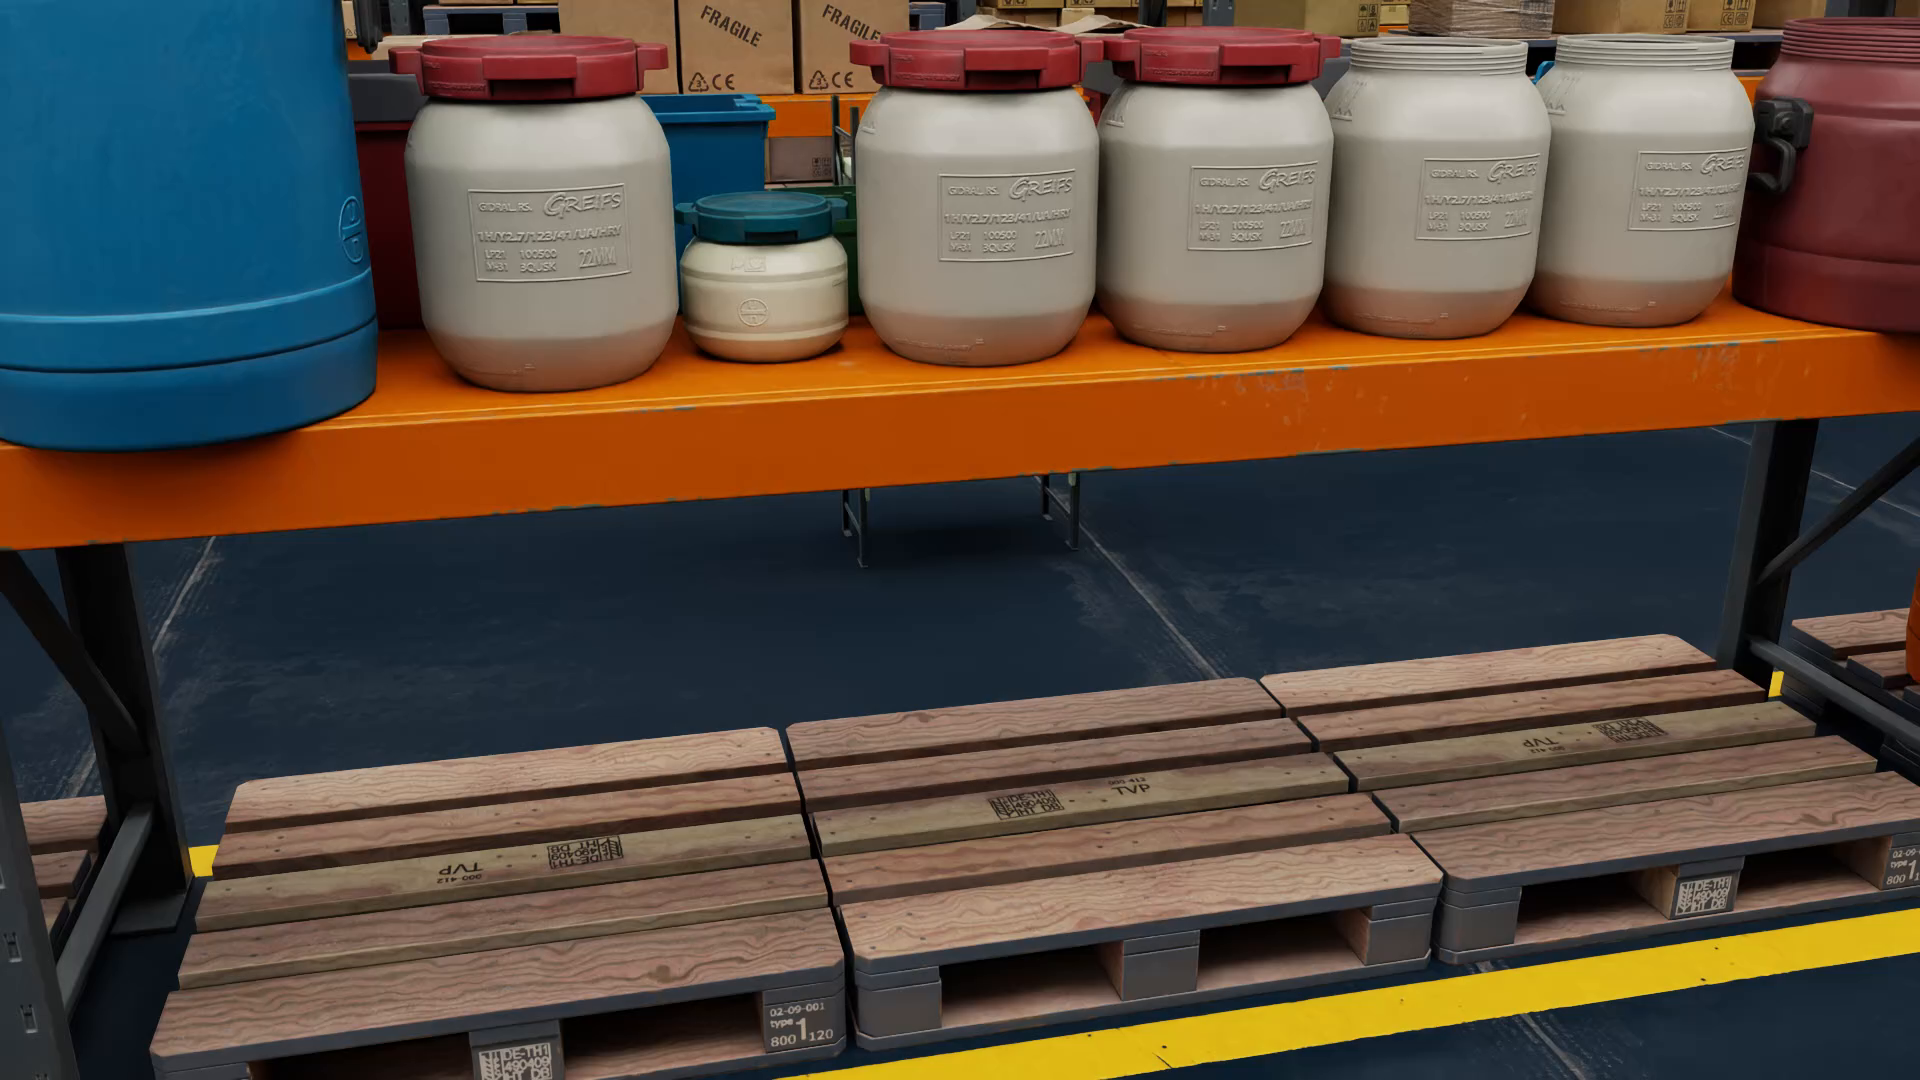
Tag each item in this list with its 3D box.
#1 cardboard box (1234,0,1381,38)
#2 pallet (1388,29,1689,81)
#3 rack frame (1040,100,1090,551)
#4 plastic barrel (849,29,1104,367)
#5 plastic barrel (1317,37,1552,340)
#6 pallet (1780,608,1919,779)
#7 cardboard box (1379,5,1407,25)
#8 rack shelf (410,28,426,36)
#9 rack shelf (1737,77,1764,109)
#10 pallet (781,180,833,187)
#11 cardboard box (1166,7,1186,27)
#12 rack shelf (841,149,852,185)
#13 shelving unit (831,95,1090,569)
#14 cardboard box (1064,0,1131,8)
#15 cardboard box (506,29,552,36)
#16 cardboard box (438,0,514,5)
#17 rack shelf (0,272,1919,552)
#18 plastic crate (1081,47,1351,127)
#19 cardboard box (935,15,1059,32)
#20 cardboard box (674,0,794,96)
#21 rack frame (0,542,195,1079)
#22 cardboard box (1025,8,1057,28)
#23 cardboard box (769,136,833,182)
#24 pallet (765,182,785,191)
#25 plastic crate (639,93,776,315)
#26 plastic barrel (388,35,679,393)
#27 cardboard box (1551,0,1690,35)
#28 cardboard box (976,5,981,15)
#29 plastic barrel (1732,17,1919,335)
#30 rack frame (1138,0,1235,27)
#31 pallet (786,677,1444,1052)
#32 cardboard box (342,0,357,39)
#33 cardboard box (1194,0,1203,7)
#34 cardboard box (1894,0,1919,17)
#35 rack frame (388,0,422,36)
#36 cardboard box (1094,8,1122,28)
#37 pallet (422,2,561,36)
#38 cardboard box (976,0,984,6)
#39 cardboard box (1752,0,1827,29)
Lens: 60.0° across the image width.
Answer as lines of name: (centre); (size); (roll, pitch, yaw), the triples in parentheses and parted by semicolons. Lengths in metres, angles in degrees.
cardboard box: (1.677, -2.783, 8.295); (0.500, 0.500, 0.700); (-12, 24, -31)
pallet: (2.982, -2.516, 8.602); (1.213, 0.211, 1.003); (-5, 21, -12)
rack frame: (0.350, -0.733, 5.634); (0.023, 1.500, 0.400); (-5, 21, -12)
plastic barrel: (0.029, -0.600, 2.895); (0.433, 0.535, 0.433); (0, 20, 0)
plastic barrel: (0.865, -0.659, 3.090); (0.421, 0.512, 0.421); (0, 20, 0)
pallet: (2.984, 0.440, 4.306); (1.213, 0.211, 1.003); (-5, 21, -12)
cardboard box: (3.335, -4.168, 13.167); (0.250, 0.149, 0.380); (-4, 21, -11)
rack shelf: (-2.000, -3.613, 12.362); (4.000, 0.370, 1.077); (-5, 21, -12)
rack shelf: (3.037, -2.272, 8.701); (4.000, 0.370, 1.077); (-5, 21, -12)
pallet: (-0.814, -2.738, 12.983); (1.213, 0.211, 1.003); (-5, 21, -12)
cardboard box: (1.566, -4.060, 12.874); (0.250, 0.149, 0.380); (-4, 21, -12)
rack shelf: (-0.006, -1.070, 5.421); (0.720, 0.370, 0.431); (-5, 21, -12)
shelving unit: (-0.006, -0.704, 5.555); (0.755, 1.500, 0.431); (-5, 21, -12)
cardboard box: (0.990, -4.296, 12.575); (0.500, 0.500, 0.500); (-4, 20, -11)
cardboard box: (-1.989, -2.202, 7.662); (0.258, 0.266, 0.396); (-5, 21, -14)
cardboard box: (-3.443, -4.075, 11.792); (0.500, 0.500, 0.700); (-5, 21, -12)
rack shelf: (0.280, -0.297, 3.309); (4.000, 0.370, 1.077); (-5, 21, -12)
plastic crate: (0.583, -0.797, 3.537); (0.583, 0.464, 0.402); (-5, 21, -12)
cardboard box: (0.175, -2.403, 8.144); (0.500, 0.311, 0.500); (-5, 21, -13)
cardboard box: (-1.051, -2.318, 7.637); (0.500, 0.500, 0.500); (-5, 21, -12)
rack frame: (-1.666, -0.476, 2.754); (0.127, 3.000, 1.000); (-5, 21, -12)
cardboard box: (0.568, -3.966, 12.617); (0.250, 0.149, 0.380); (-4, 21, -12)
cardboard box: (-1.270, -3.066, 12.817); (0.500, 0.500, 0.700); (-5, 21, -13)
pallet: (-1.999, -2.643, 12.723); (1.213, 0.211, 1.003); (-5, 21, -12)
plastic crate: (-0.664, -0.660, 3.279); (0.575, 0.384, 0.392); (-5, 21, -12)
plastic barrel: (-0.685, -0.542, 2.737); (0.433, 0.535, 0.433); (0, 20, 0)
cardboard box: (3.278, -2.851, 8.482); (0.500, 0.500, 0.700); (-10, 23, -26)
cardboard box: (0.205, -4.112, 13.015); (0.250, 0.149, 0.380); (-4, 21, -12)
plastic barrel: (1.845, -0.719, 3.217); (0.708, 0.536, 0.600); (-5, 21, -12)
rack frame: (1.090, -2.451, 8.145); (0.127, 3.000, 1.000); (-5, 21, -12)
pallet: (0.279, 0.660, 3.705); (1.213, 0.211, 1.003); (-5, 21, -12)
cardboard box: (-4.337, -3.592, 11.450); (0.500, 0.250, 0.500); (-5, 21, -12)
cardboard box: (1.978, -4.379, 12.801); (0.500, 0.500, 0.500); (-4, 21, -11)
cardboard box: (5.410, -2.940, 9.335); (0.500, 0.500, 0.500); (-4, 21, -12)
rack frame: (-3.946, -3.792, 11.806); (0.127, 3.000, 1.000); (-5, 21, -12)
cardboard box: (1.062, -4.020, 12.764); (0.250, 0.149, 0.380); (-5, 21, -13)
pallet: (-3.169, -3.714, 11.872); (1.213, 0.211, 1.003); (-5, 21, -12)
cardboard box: (0.346, -4.431, 12.942); (0.500, 0.500, 0.500); (-5, 21, -12)
cardboard box: (4.470, -3.049, 9.022); (0.500, 0.500, 0.700); (-13, 24, -31)
